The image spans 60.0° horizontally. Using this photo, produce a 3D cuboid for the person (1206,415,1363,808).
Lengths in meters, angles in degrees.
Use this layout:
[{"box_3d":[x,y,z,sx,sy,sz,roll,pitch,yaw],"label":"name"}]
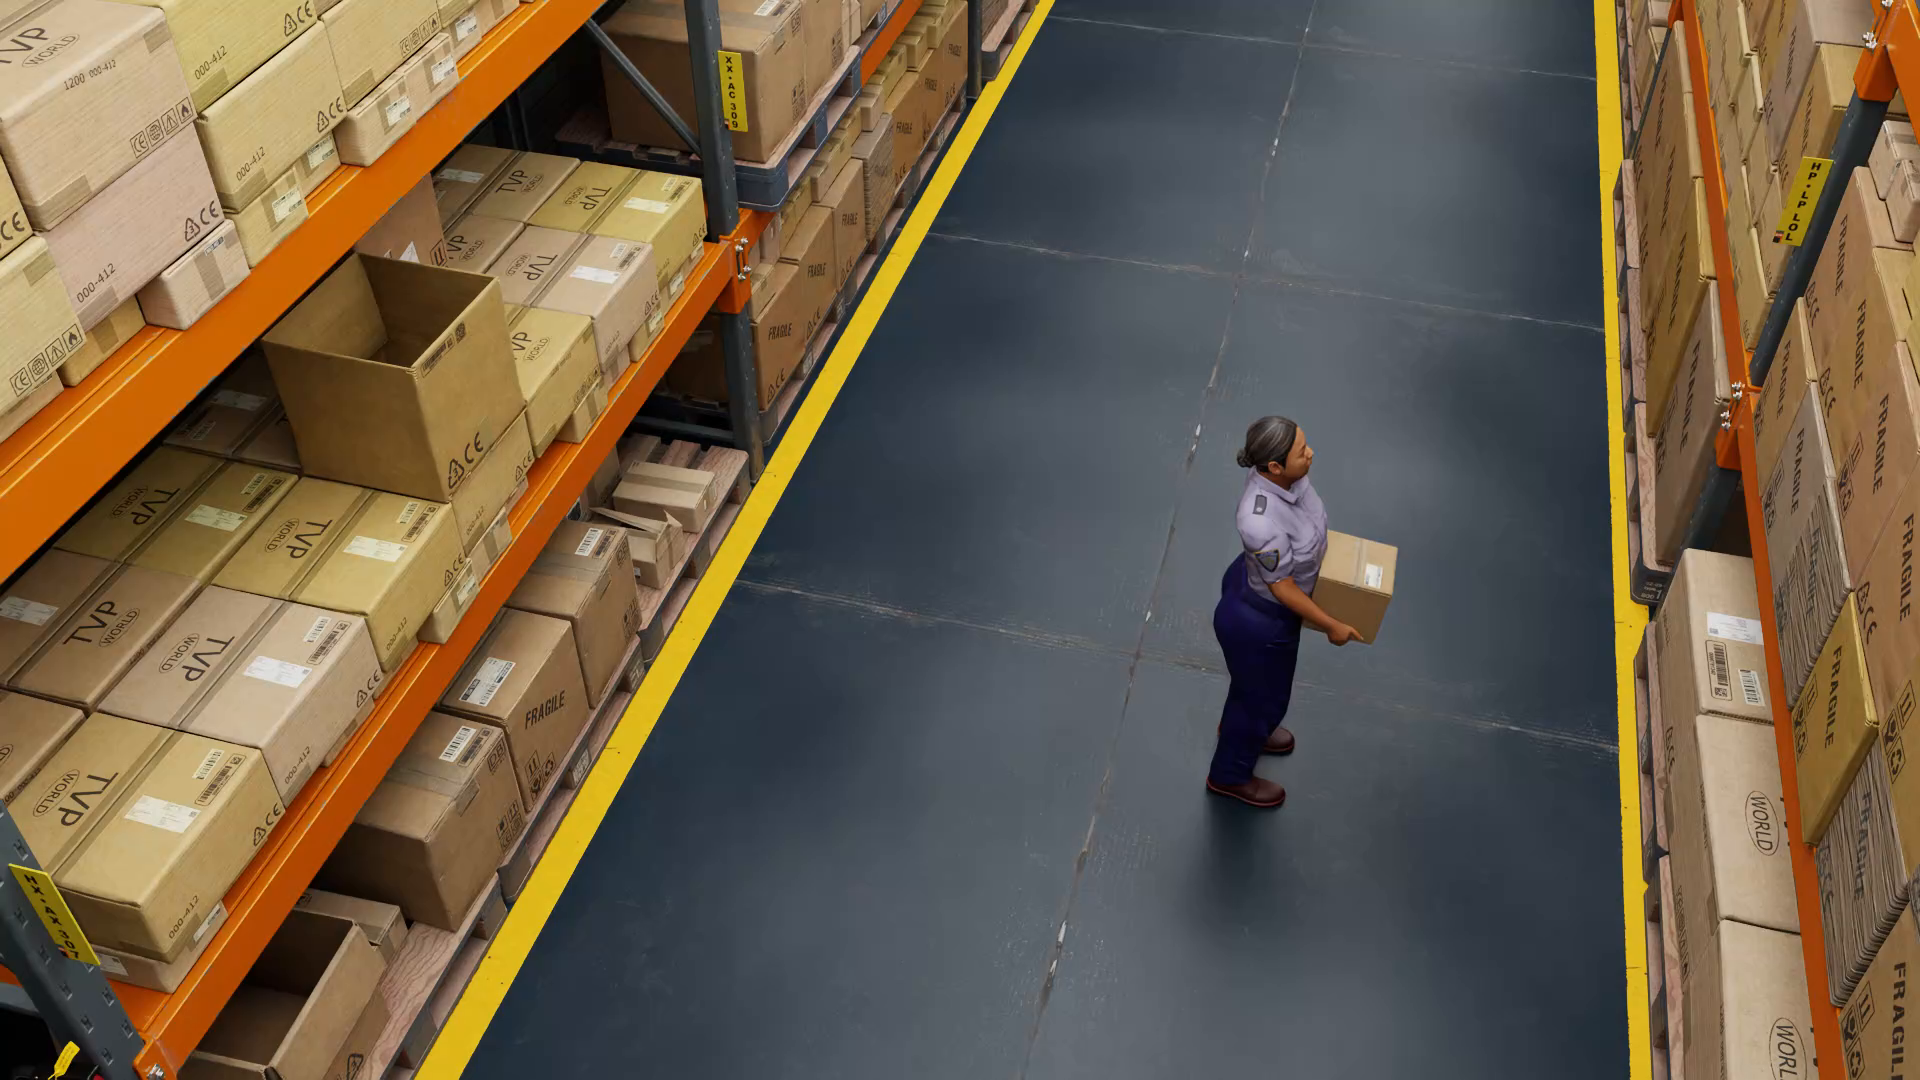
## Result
[{"box_3d":[1.166,0.257,5.885,0.517,1.634,0.452,10,42,12],"label":"person"}]
